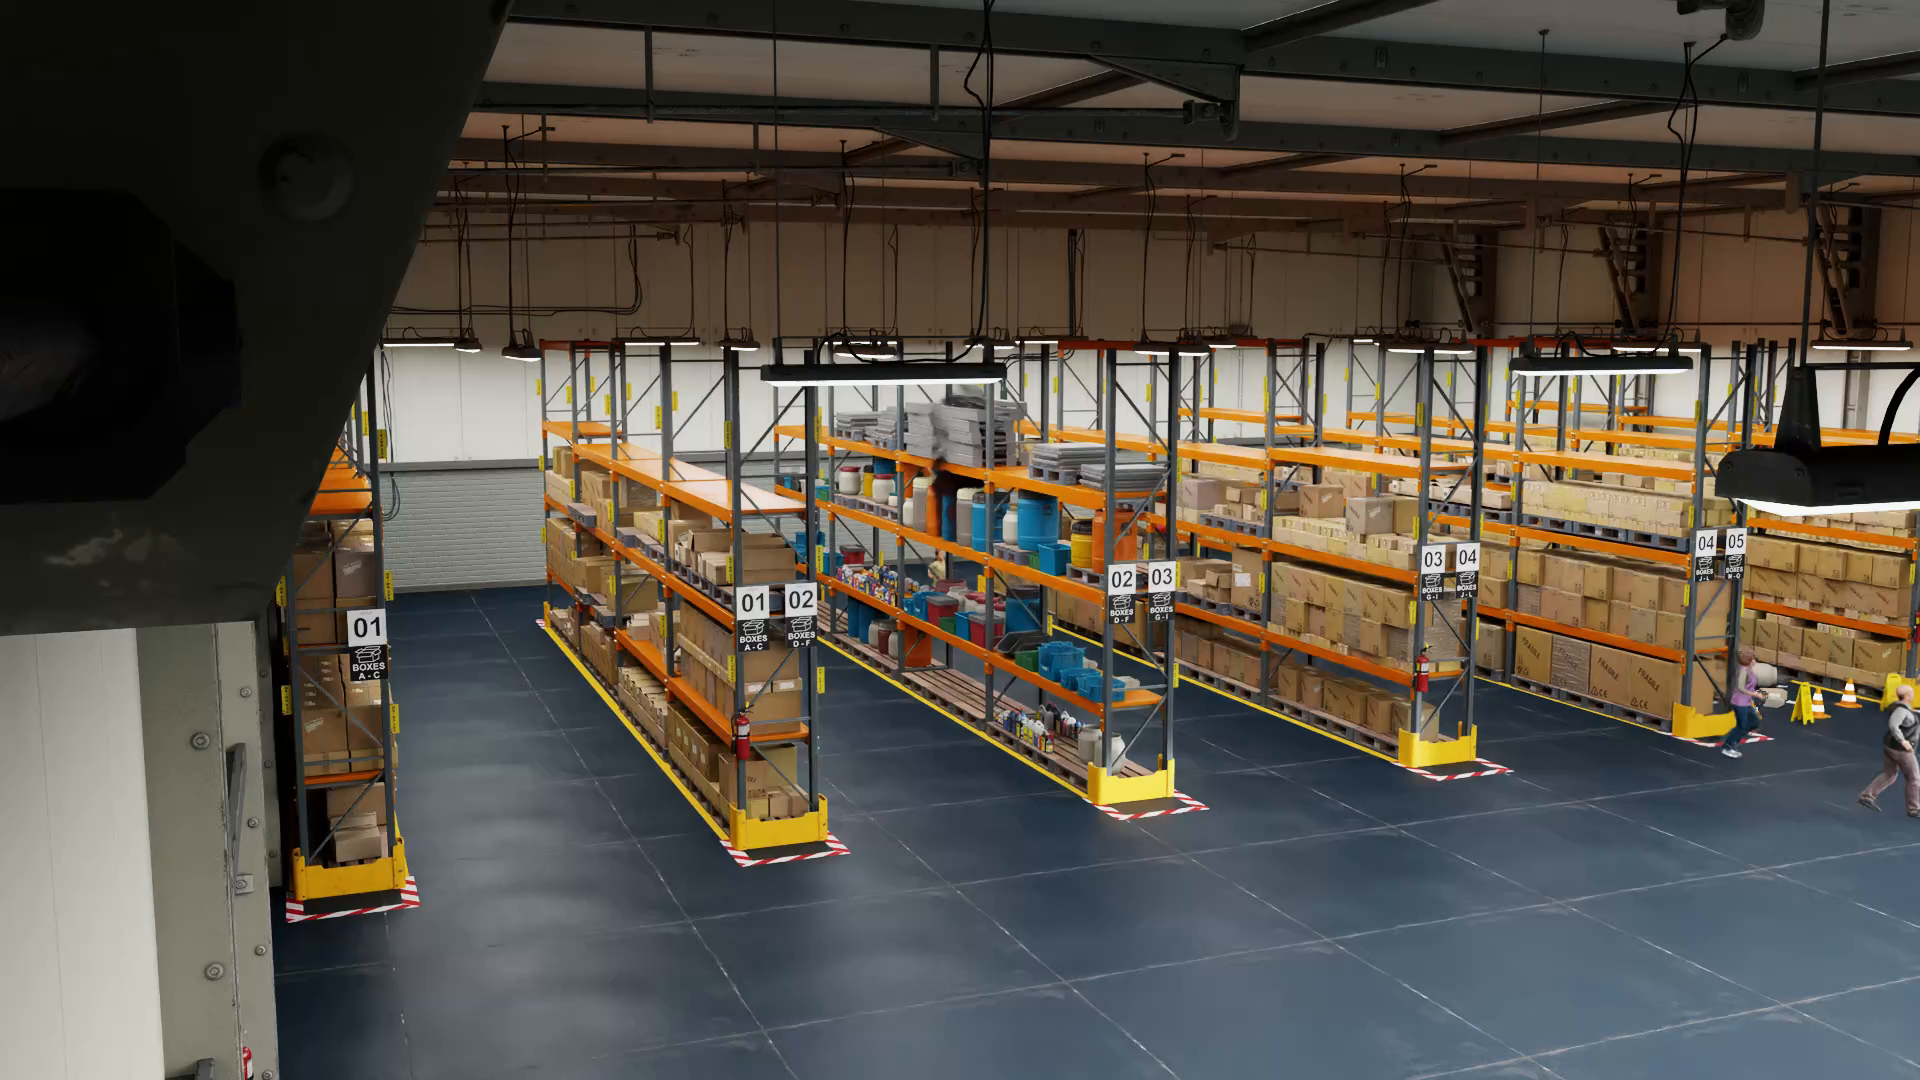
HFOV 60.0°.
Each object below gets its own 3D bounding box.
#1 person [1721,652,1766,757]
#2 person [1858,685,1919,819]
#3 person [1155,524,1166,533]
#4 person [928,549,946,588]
[{"bbox_3d":[11.458,2.401,24.267,0.562,1.568,0.542,5,9,32],"label":"person"},{"bbox_3d":[11.996,2.706,21.237,0.834,1.746,0.664,2,8,12],"label":"person"},{"bbox_3d":[5.004,0.101,41.413,0.666,1.747,0.880,5,9,34],"label":"person"},{"bbox_3d":[-0.418,0.998,34.662,0.580,1.663,0.930,-5,9,-35],"label":"person"}]
